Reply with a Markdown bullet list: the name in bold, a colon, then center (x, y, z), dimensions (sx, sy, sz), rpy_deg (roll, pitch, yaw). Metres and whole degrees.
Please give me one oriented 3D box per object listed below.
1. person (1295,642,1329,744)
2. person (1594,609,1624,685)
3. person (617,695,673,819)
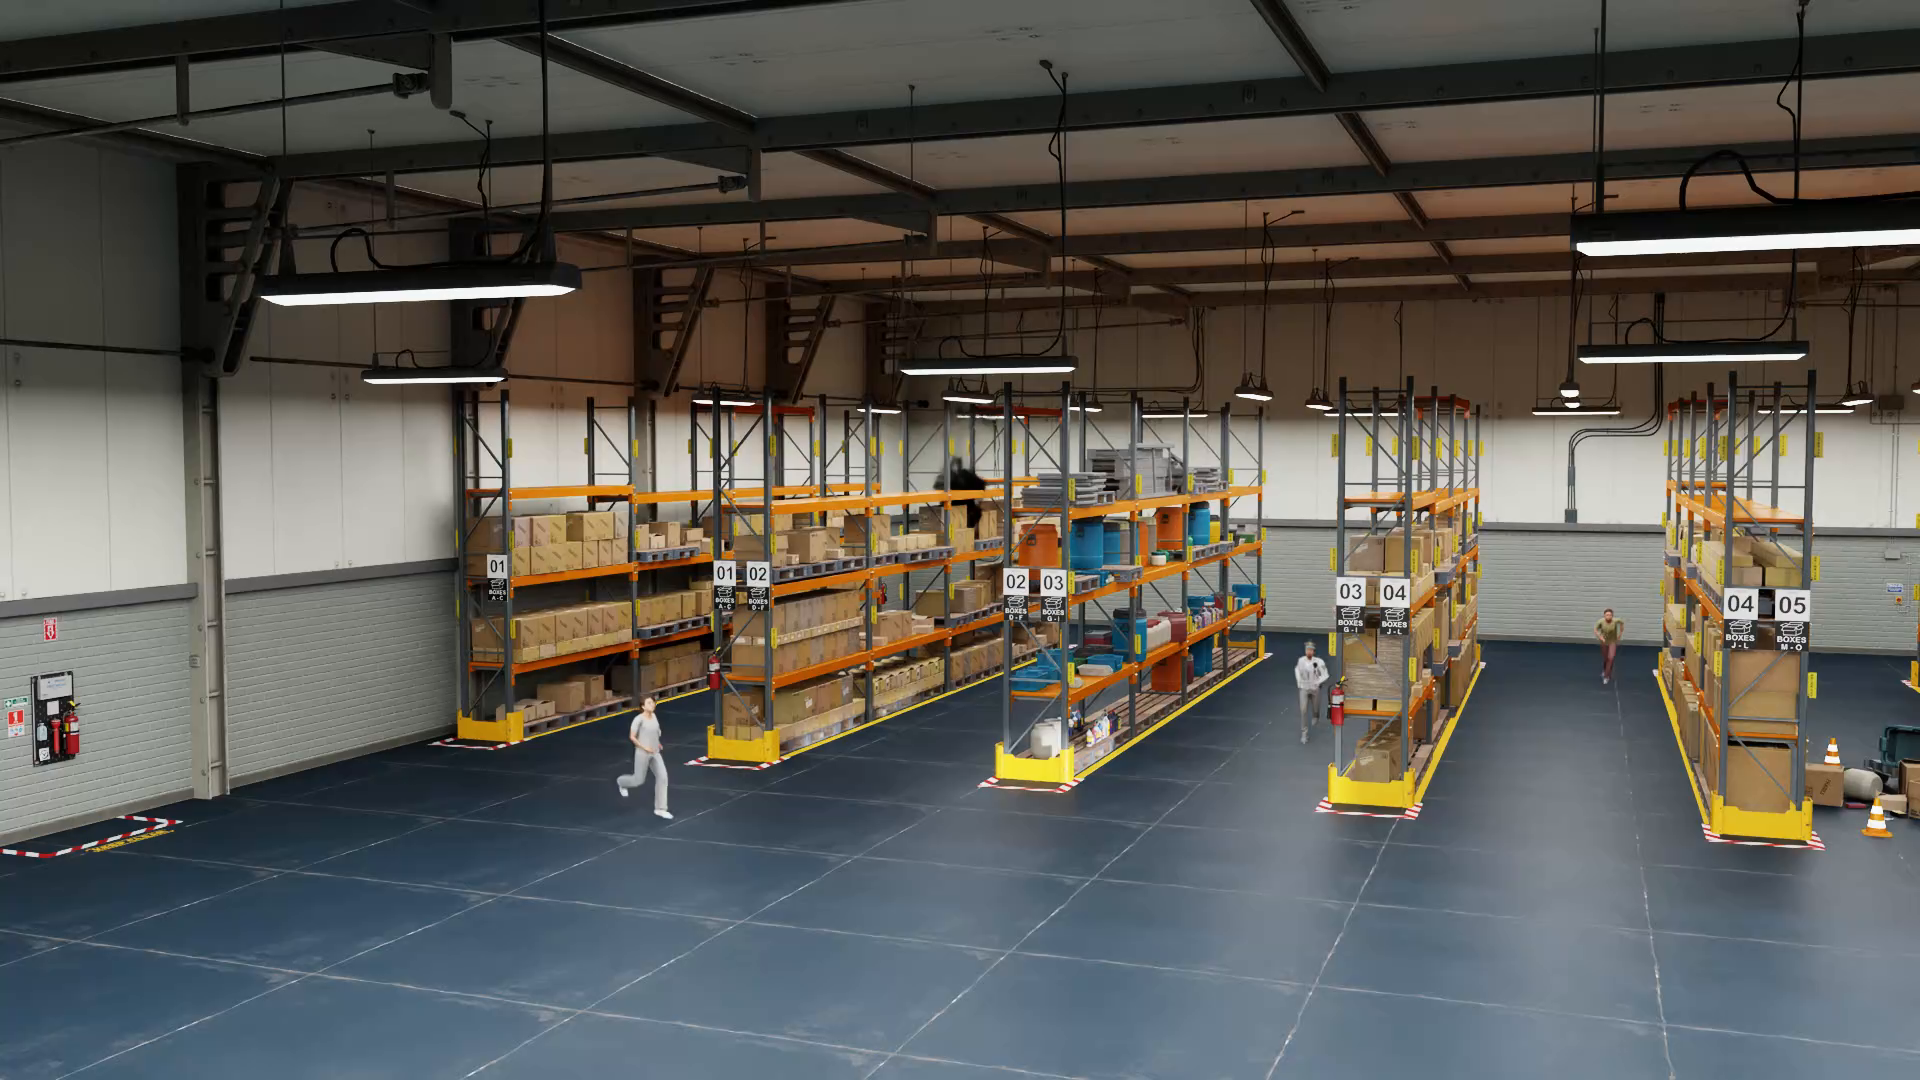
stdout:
- **person**: center (6.063, 2.596, 28.688), dimensions (0.584, 1.696, 1.095), rpy_deg (1, 3, 16)
- **person**: center (13.908, 2.258, 35.682), dimensions (0.611, 1.635, 1.002), rpy_deg (1, 3, 17)
- **person**: center (-4.310, 2.949, 22.767), dimensions (1.029, 1.655, 0.544), rpy_deg (3, 4, 41)
